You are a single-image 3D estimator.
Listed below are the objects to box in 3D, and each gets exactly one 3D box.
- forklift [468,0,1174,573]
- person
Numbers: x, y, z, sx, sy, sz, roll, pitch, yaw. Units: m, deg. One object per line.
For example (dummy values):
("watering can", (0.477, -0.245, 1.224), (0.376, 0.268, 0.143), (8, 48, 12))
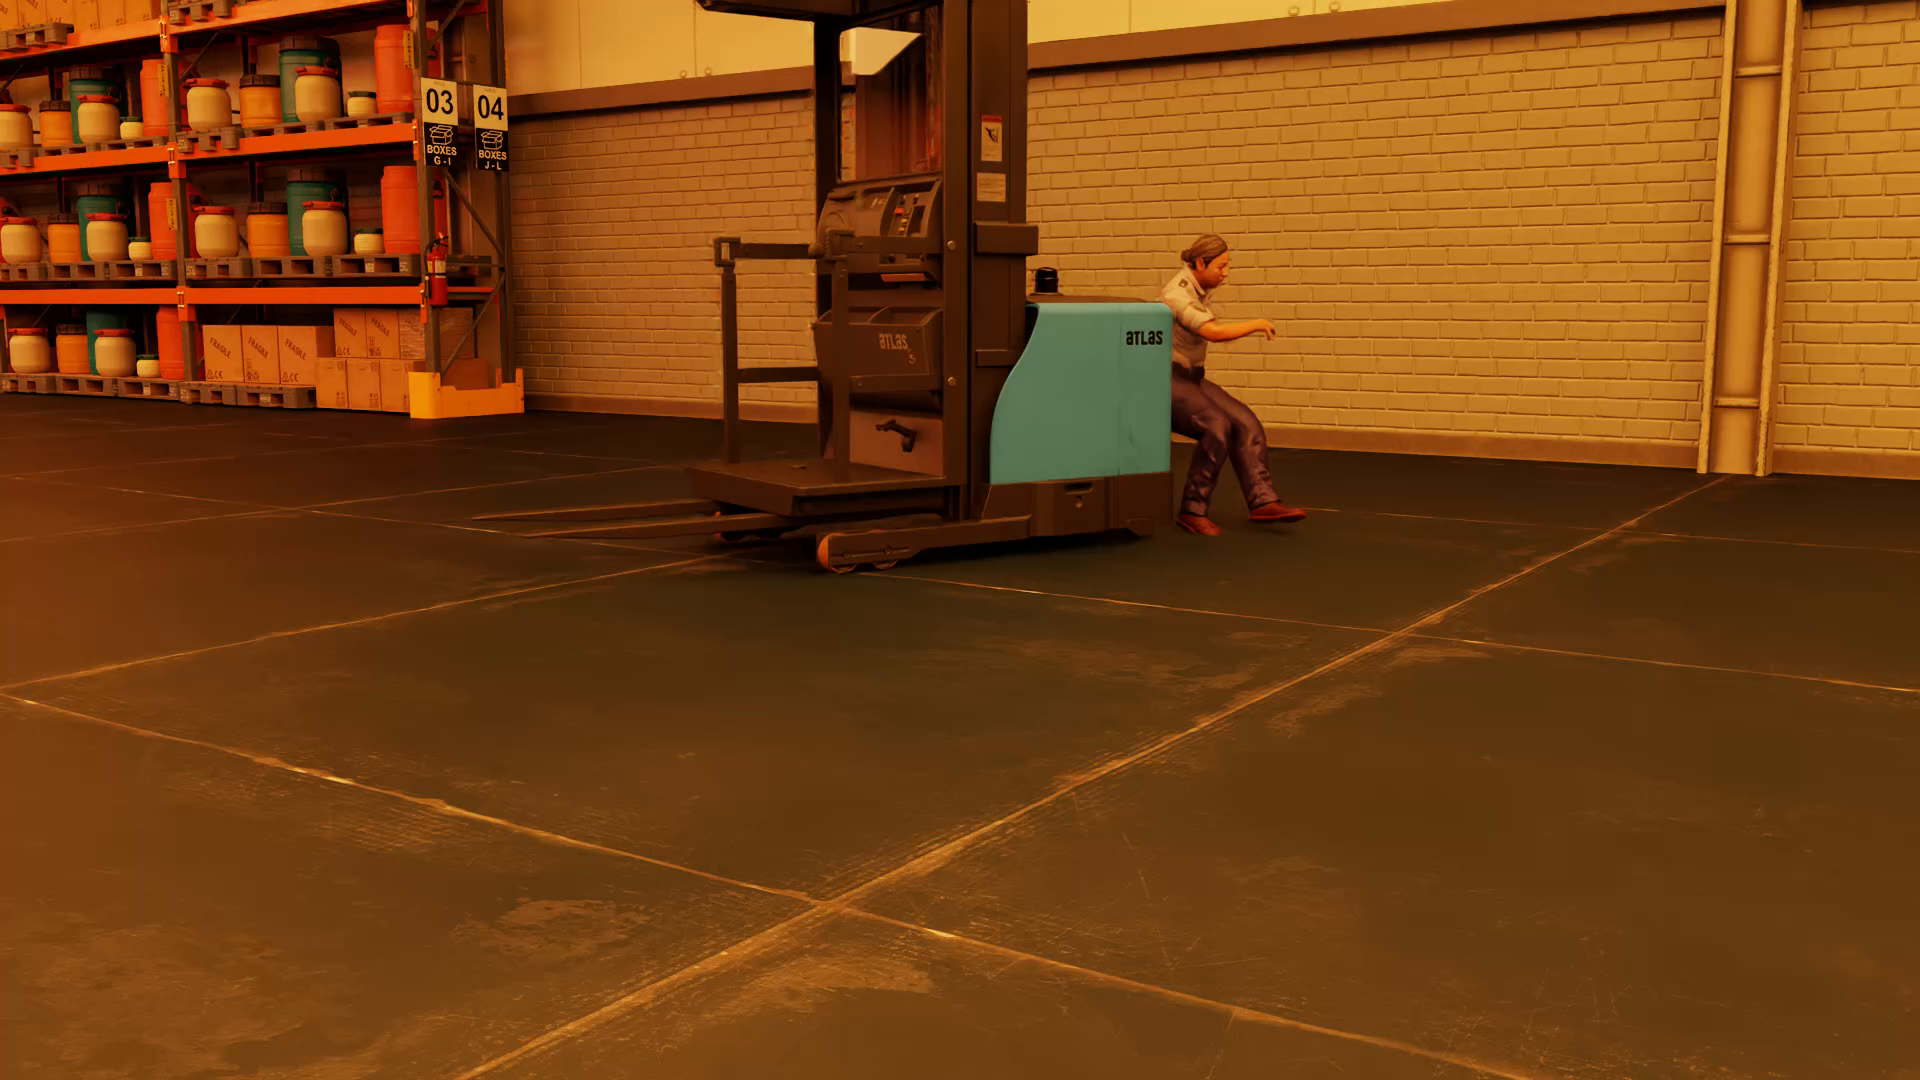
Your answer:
("forklift", (-0.528, -1.401, 7.048), (3.031, 2.935, 1.130), (-5, 10, -33))
("person", (1.287, -0.769, 8.214), (1.009, 1.442, 0.979), (4, 9, 28))
